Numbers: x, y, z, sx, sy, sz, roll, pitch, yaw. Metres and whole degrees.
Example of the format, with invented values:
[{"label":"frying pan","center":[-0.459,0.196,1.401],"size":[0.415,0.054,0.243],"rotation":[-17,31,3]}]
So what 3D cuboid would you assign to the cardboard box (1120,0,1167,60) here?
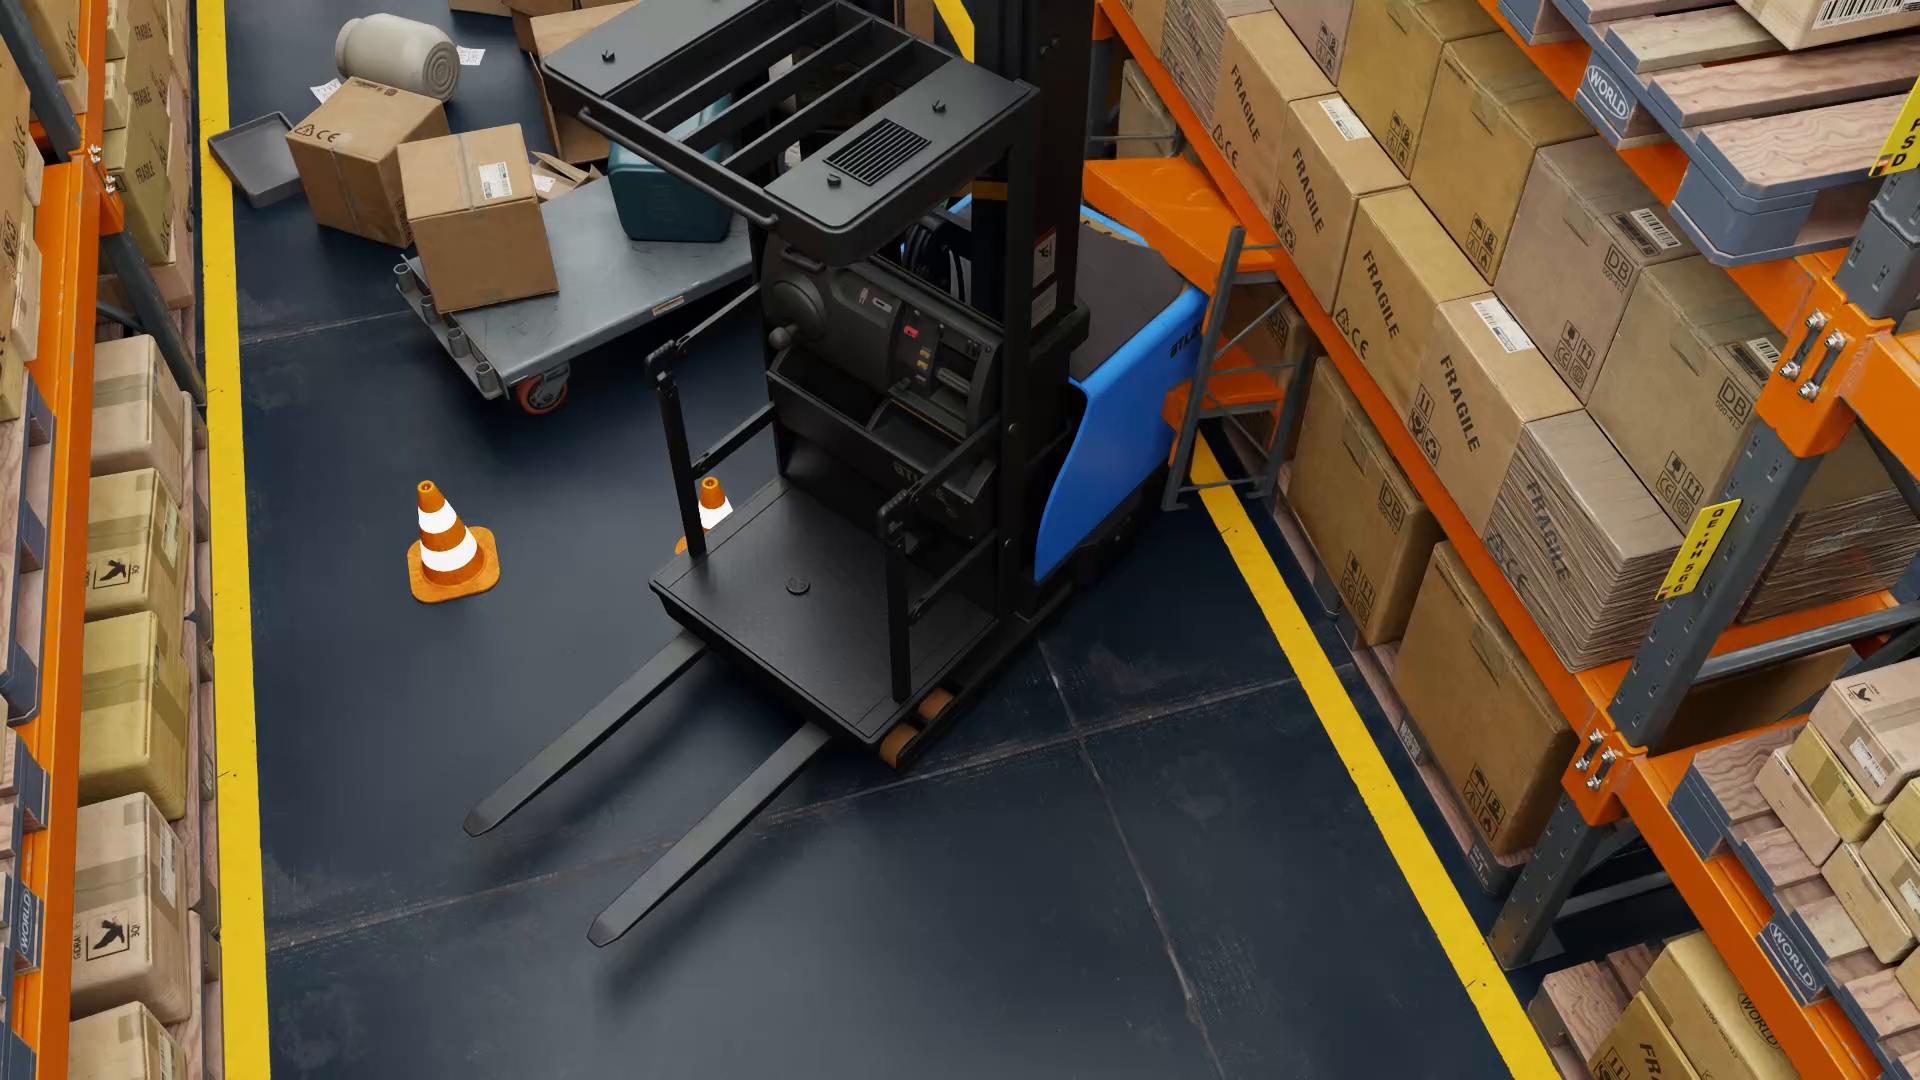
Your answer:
[{"label":"cardboard box","center":[0.929,-2.238,6.399],"size":[0.500,0.500,0.500],"rotation":[-13,51,-11]}]

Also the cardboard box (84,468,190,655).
[{"label":"cardboard box","center":[-2.485,2.124,3.010],"size":[0.950,2.239,7.527],"rotation":[-10,51,-9]}]

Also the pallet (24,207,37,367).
[{"label":"pallet","center":[-3.581,-0.804,5.381],"size":[1.003,0.211,1.213],"rotation":[-13,51,-11]}]

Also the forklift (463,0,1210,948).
[{"label":"forklift","center":[-0.403,-0.551,5.145],"size":[1.129,2.843,3.031],"rotation":[33,57,25]}]

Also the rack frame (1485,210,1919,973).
[{"label":"rack frame","center":[2.213,0.271,4.349],"size":[1.000,3.000,0.127],"rotation":[-13,51,-11]}]

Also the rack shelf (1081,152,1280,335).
[{"label":"rack shelf","center":[0.872,-1.132,6.210],"size":[0.538,0.278,1.000],"rotation":[-9,37,-27]}]

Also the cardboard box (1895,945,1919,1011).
[{"label":"cardboard box","center":[2.312,0.982,3.639],"size":[0.380,0.149,0.250],"rotation":[-11,51,-9]}]

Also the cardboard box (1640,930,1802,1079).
[{"label":"cardboard box","center":[2.186,1.258,4.387],"size":[0.500,0.250,0.500],"rotation":[-15,52,-13]}]

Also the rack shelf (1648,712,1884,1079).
[{"label":"rack shelf","center":[2.805,1.878,3.291],"size":[0.919,0.052,3.809],"rotation":[-13,51,-11]}]

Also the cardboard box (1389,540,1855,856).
[{"label":"cardboard box","center":[2.119,0.396,5.441],"size":[1.050,0.750,0.750],"rotation":[-14,51,-11]}]

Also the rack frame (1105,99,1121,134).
[{"label":"rack frame","center":[1.033,-2.651,6.813],"size":[0.949,2.616,0.053],"rotation":[-13,51,-11]}]

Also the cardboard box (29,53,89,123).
[{"label":"cardboard box","center":[-3.455,-1.679,6.157],"size":[0.380,0.149,0.250],"rotation":[-14,51,-11]}]

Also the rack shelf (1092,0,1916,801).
[{"label":"rack shelf","center":[1.622,-0.958,5.856],"size":[1.077,0.370,4.000],"rotation":[-13,51,-11]}]

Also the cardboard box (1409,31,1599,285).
[{"label":"cardboard box","center":[1.785,-1.157,4.834],"size":[0.700,0.500,0.500],"rotation":[-14,51,-12]}]

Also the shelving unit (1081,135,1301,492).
[{"label":"shelving unit","center":[0.828,-0.888,6.366],"size":[0.538,0.981,1.030],"rotation":[-9,37,-27]}]

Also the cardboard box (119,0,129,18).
[{"label":"cardboard box","center":[-3.801,-2.325,7.147],"size":[0.380,0.149,0.250],"rotation":[-11,51,-9]}]

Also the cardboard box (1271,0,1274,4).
[{"label":"cardboard box","center":[1.337,-2.268,5.771],"size":[0.700,0.500,0.500],"rotation":[-14,51,-12]}]

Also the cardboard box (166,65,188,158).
[{"label":"cardboard box","center":[-3.913,-1.973,7.764],"size":[0.500,0.250,0.500],"rotation":[-14,51,-11]}]

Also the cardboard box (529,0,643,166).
[{"label":"cardboard box","center":[-1.629,-2.226,7.999],"size":[0.797,0.637,0.503],"rotation":[-13,51,-11]}]

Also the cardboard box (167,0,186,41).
[{"label":"cardboard box","center":[-4.210,-2.718,8.393],"size":[0.500,0.250,0.500],"rotation":[-13,51,-11]}]

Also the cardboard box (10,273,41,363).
[{"label":"cardboard box","center":[-3.002,-0.636,5.004],"size":[0.380,0.149,0.250],"rotation":[-13,51,-11]}]

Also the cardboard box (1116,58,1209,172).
[{"label":"cardboard box","center":[1.300,-1.627,7.147],"size":[1.050,0.750,0.750],"rotation":[-14,51,-11]}]

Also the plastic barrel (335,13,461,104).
[{"label":"plastic barrel","center":[-2.794,-2.382,8.271],"size":[0.512,0.421,0.421],"rotation":[18,52,14]}]

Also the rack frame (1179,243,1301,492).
[{"label":"rack frame","center":[1.056,-0.615,6.002],"size":[0.475,0.981,0.013],"rotation":[-9,37,-27]}]

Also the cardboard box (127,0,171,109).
[{"label":"cardboard box","center":[-3.906,-2.207,7.472],"size":[0.500,0.500,0.500],"rotation":[-11,51,-9]}]

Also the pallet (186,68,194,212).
[{"label":"pallet","center":[-4.265,-1.934,8.032],"size":[1.003,0.211,1.213],"rotation":[-13,51,-11]}]

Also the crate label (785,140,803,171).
[{"label":"crate label","center":[-0.698,-1.854,8.013],"size":[0.250,0.136,0.298],"rotation":[26,55,20]}]

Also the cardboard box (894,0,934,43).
[{"label":"cardboard box","center":[-0.409,-2.747,8.527],"size":[0.500,0.500,0.500],"rotation":[-6,50,-5]}]

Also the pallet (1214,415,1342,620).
[{"label":"pallet","center":[-0.315,1.322,5.287],"size":[6.107,0.211,4.108],"rotation":[-13,51,-11]}]

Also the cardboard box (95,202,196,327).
[{"label":"cardboard box","center":[-3.585,-1.198,7.112],"size":[0.500,0.250,0.500],"rotation":[-15,52,-13]}]

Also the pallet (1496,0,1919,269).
[{"label":"pallet","center":[1.972,-1.093,3.661],"size":[1.213,0.211,1.003],"rotation":[-11,51,-9]}]

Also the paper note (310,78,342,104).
[{"label":"paper note","center":[-3.202,-2.283,8.444],"size":[0.142,0.019,0.148],"rotation":[-30,56,-23]}]

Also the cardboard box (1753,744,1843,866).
[{"label":"cardboard box","center":[2.153,0.589,3.971],"size":[0.380,0.149,0.250],"rotation":[-14,51,-11]}]

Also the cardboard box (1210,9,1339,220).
[{"label":"cardboard box","center":[1.224,-1.503,5.780],"size":[0.500,0.500,0.500],"rotation":[-14,51,-11]}]
